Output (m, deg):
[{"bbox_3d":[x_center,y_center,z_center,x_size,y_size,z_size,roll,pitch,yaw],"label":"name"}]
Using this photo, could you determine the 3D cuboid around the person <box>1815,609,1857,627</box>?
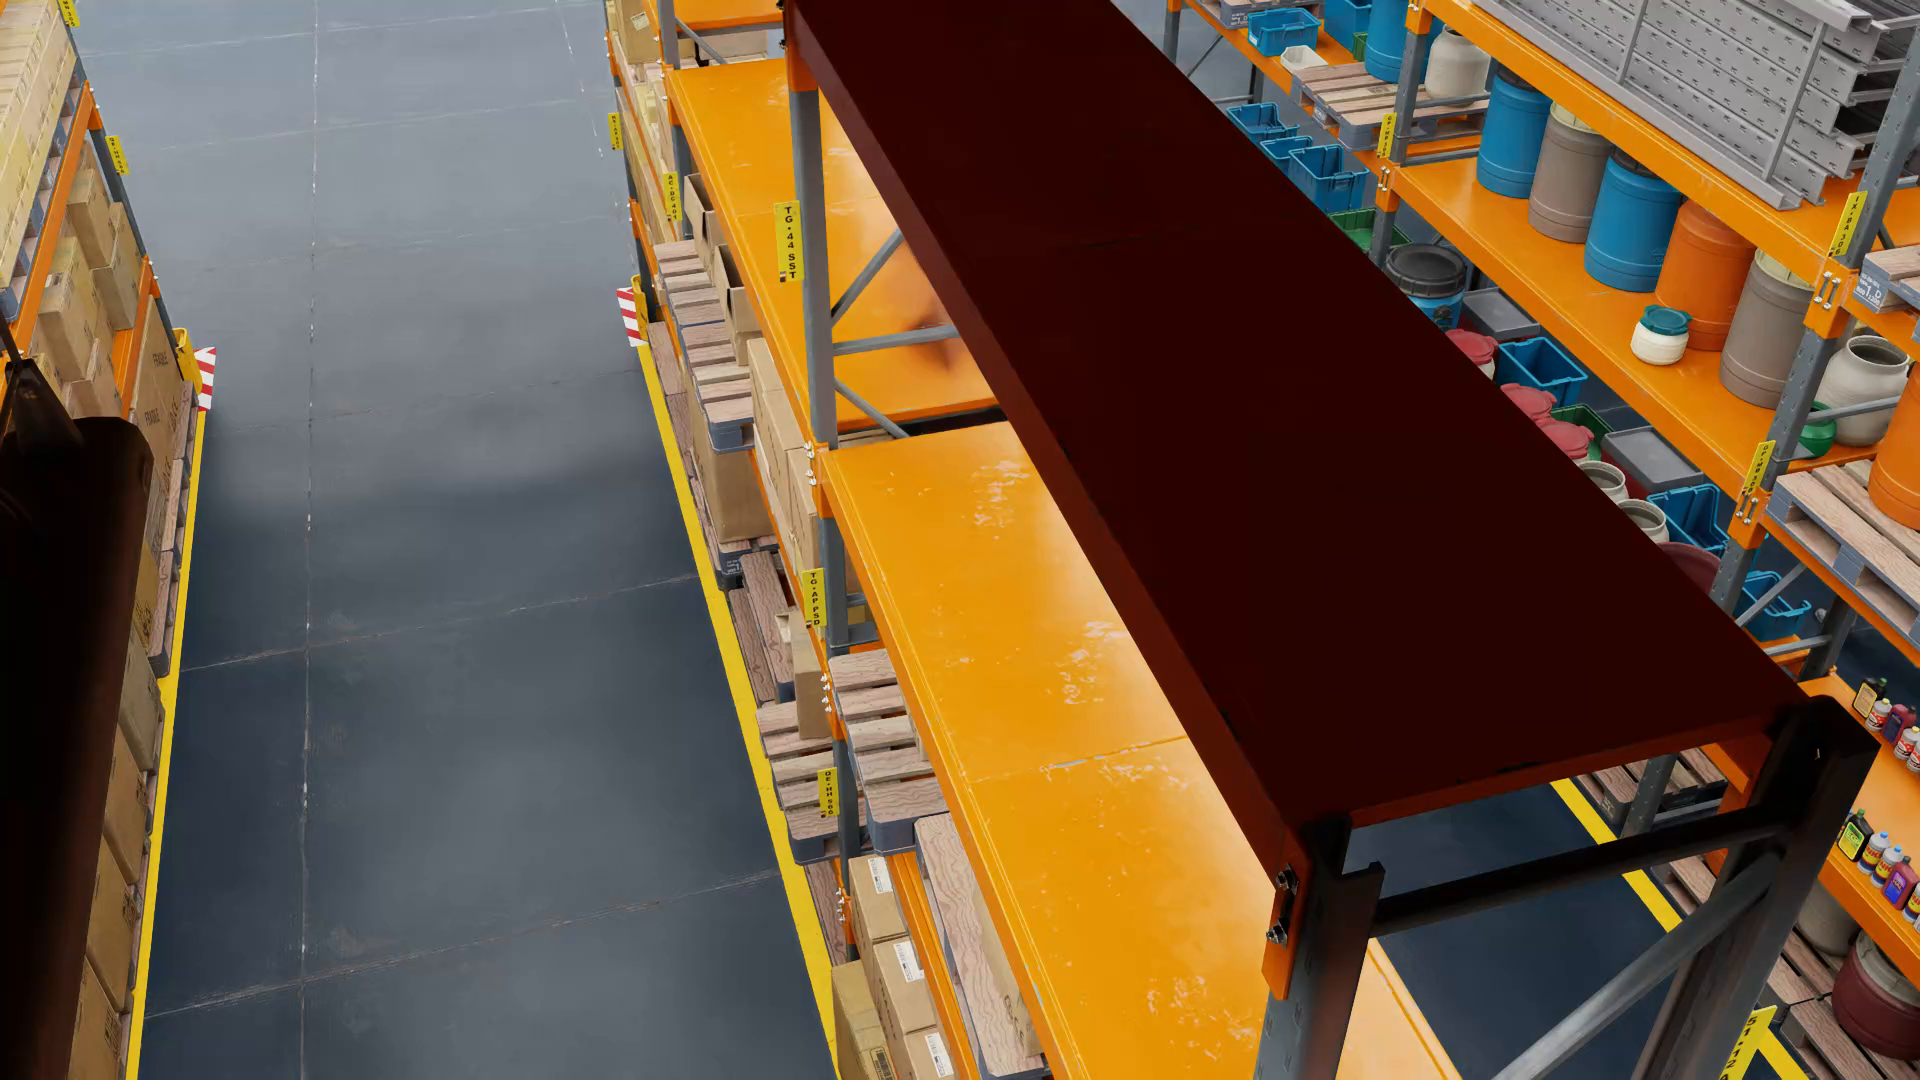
[{"bbox_3d":[6.391,0.097,11.463,0.536,1.564,0.618,-19,42,-22],"label":"person"}]
